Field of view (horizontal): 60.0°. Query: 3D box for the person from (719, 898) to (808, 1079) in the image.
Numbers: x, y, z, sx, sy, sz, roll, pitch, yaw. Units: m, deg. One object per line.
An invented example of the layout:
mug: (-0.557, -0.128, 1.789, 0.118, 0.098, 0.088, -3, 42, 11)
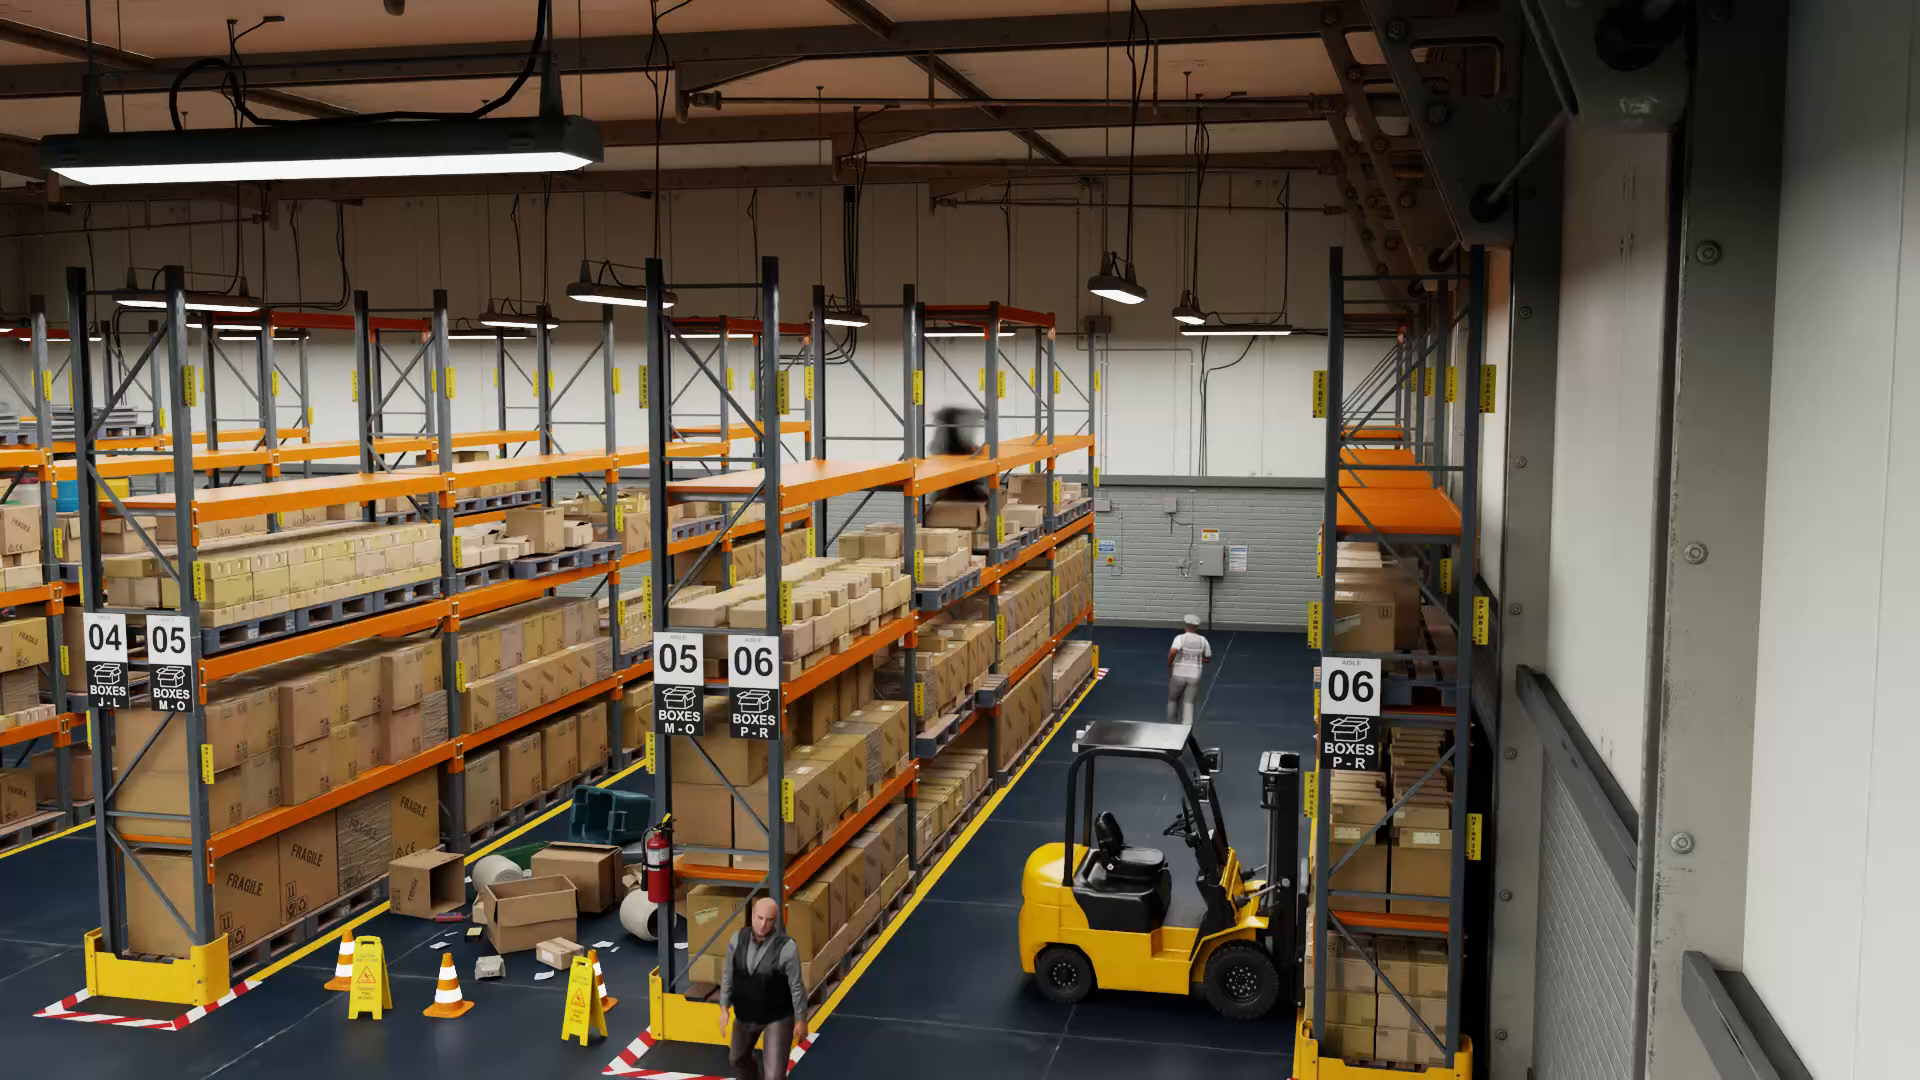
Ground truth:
person: (-1.390, 3.193, 11.378, 0.828, 1.660, 0.713, 3, 6, 24)

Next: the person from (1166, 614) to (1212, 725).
person: (3.211, 1.941, 23.286, 0.660, 1.783, 0.937, 0, 6, -4)
